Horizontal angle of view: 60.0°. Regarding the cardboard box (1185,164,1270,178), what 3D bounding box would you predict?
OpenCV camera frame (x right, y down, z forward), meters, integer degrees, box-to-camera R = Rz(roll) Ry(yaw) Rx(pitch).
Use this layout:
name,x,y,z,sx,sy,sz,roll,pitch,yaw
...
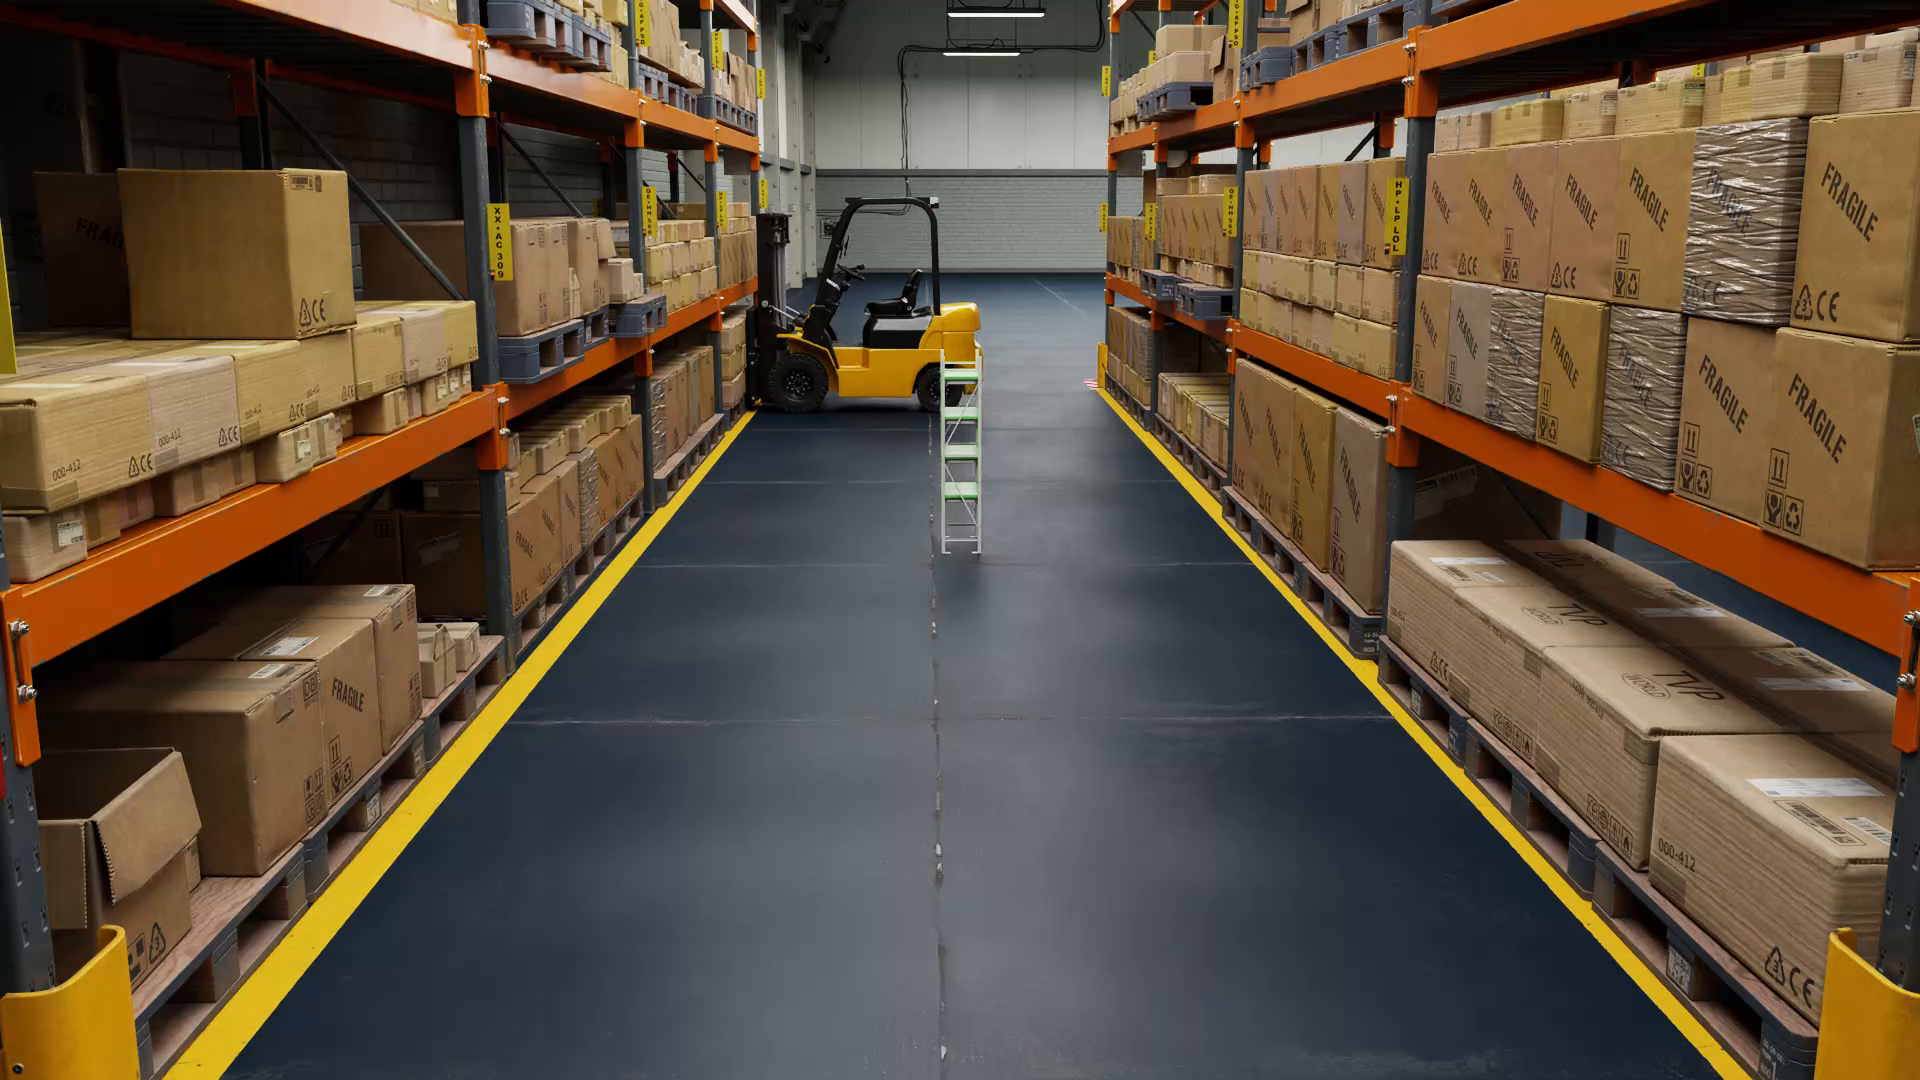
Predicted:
name,x,y,z,sx,sy,sz,roll,pitch,yaw
cardboard box,2.479,-3.239,15.464,0.700,0.500,0.500,0,11,-2

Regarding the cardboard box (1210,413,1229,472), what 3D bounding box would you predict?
name,x,y,z,sx,sy,sz,roll,pitch,yaw
cardboard box,2.352,-0.701,12.022,0.950,0.372,0.625,-1,12,-5

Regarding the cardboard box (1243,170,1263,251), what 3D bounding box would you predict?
name,x,y,z,sx,sy,sz,roll,pitch,yaw
cardboard box,2.120,-2.110,10.651,0.500,0.500,0.500,-1,11,-3

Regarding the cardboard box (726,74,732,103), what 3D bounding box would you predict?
name,x,y,z,sx,sy,sz,roll,pitch,yaw
cardboard box,-2.418,-4.400,16.187,0.396,0.266,0.258,-1,11,-2

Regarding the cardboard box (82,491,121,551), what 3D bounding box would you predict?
name,x,y,z,sx,sy,sz,roll,pitch,yaw
cardboard box,-2.227,-0.053,3.906,0.380,0.149,0.250,0,11,0

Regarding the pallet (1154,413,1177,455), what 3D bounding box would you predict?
name,x,y,z,sx,sy,sz,roll,pitch,yaw
pallet,2.289,-0.944,14.682,1.003,0.211,1.213,0,11,-1

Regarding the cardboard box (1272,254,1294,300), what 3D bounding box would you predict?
name,x,y,z,sx,sy,sz,roll,pitch,yaw
cardboard box,2.125,-1.538,9.717,0.500,0.250,0.500,0,11,-1

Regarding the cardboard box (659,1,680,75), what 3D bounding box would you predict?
name,x,y,z,sx,sy,sz,roll,pitch,yaw
cardboard box,-2.401,-3.770,12.496,0.500,0.500,0.500,0,11,0

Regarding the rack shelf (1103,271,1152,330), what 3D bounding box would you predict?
name,x,y,z,sx,sy,sz,roll,pitch,yaw
rack shelf,2.230,-2.511,17.199,1.077,0.370,4.000,0,11,-1

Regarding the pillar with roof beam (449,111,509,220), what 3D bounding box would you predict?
name,x,y,z,sx,sy,sz,roll,pitch,yaw
pillar with roof beam,0.767,-4.863,11.894,9.100,9.000,0.400,0,11,-1

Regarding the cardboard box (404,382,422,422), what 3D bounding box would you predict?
name,x,y,z,sx,sy,sz,roll,pitch,yaw
cardboard box,-2.232,-0.513,6.176,0.380,0.149,0.250,0,11,0

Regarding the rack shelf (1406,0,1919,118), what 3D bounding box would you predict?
name,x,y,z,sx,sy,sz,roll,pitch,yaw
rack shelf,2.478,-1.595,5.143,1.077,0.370,4.000,0,11,-1

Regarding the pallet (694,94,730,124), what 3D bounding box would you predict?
name,x,y,z,sx,sy,sz,roll,pitch,yaw
pallet,-2.735,-4.040,15.609,1.003,0.211,1.213,0,11,-1

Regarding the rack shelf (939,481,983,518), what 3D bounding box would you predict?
name,x,y,z,sx,sy,sz,roll,pitch,yaw
rack shelf,0.003,-0.257,10.338,0.258,0.148,0.480,0,11,-1

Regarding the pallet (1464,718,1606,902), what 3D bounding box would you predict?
name,x,y,z,sx,sy,sz,roll,pitch,yaw
pallet,2.402,0.886,5.661,1.003,0.211,1.213,0,11,-1

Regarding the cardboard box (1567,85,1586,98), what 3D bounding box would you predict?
name,x,y,z,sx,sy,sz,roll,pitch,yaw
cardboard box,6.901,-4.900,17.946,0.500,0.250,0.500,0,11,-2

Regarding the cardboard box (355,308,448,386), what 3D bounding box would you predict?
name,x,y,z,sx,sy,sz,roll,pitch,yaw
cardboard box,-2.246,-0.727,6.226,0.500,0.250,0.500,0,11,-1

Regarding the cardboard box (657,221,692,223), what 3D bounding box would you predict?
name,x,y,z,sx,sy,sz,roll,pitch,yaw
cardboard box,-2.406,-2.540,13.653,0.380,0.149,0.250,-1,11,-3

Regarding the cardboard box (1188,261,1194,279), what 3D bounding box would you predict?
name,x,y,z,sx,sy,sz,roll,pitch,yaw
cardboard box,2.001,-2.125,13.065,0.380,0.149,0.250,-1,11,-3

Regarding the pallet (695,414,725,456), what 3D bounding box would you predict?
name,x,y,z,sx,sy,sz,roll,pitch,yaw
pallet,-2.637,-0.932,14.620,1.003,0.211,1.213,0,11,-1

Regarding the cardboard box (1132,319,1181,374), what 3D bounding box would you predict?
name,x,y,z,sx,sy,sz,roll,pitch,yaw
cardboard box,1.978,-1.909,16.397,0.500,0.500,0.500,0,11,0

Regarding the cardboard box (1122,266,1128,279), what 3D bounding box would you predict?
name,x,y,z,sx,sy,sz,roll,pitch,yaw
cardboard box,1.931,-2.864,17.764,0.380,0.149,0.250,0,11,0

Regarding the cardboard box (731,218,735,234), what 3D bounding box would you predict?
name,x,y,z,sx,sy,sz,roll,pitch,yaw
cardboard box,-2.410,-3.080,16.315,0.380,0.149,0.250,0,11,-2

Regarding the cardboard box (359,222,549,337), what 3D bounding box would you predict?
name,x,y,z,sx,sy,sz,roll,pitch,yaw
cardboard box,-2.312,-1.206,7.652,0.700,0.500,0.500,0,11,0

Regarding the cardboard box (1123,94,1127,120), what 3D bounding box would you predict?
name,x,y,z,sx,sy,sz,roll,pitch,yaw
cardboard box,1.969,-4.499,17.277,0.500,0.250,0.500,0,11,1

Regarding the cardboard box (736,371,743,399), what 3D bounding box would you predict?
name,x,y,z,sx,sy,sz,roll,pitch,yaw
cardboard box,-2.396,-1.501,16.273,0.500,0.250,0.500,0,11,-2

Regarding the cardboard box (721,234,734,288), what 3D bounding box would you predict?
name,x,y,z,sx,sy,sz,roll,pitch,yaw
cardboard box,-2.467,-2.686,16.004,0.500,0.500,0.500,0,11,0

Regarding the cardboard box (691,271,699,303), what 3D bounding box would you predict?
name,x,y,z,sx,sy,sz,roll,pitch,yaw
cardboard box,-2.424,-2.073,13.610,0.500,0.250,0.500,0,11,-1

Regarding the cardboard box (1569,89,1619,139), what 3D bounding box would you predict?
name,x,y,z,sx,sy,sz,roll,pitch,yaw
cardboard box,2.196,-1.366,5.348,0.380,0.149,0.250,0,11,-1

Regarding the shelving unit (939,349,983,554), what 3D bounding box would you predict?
name,x,y,z,sx,sy,sz,roll,pitch,yaw
shelving unit,0.003,-0.555,10.278,0.258,1.200,0.503,0,11,-1

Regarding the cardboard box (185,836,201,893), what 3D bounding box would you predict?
name,x,y,z,sx,sy,sz,roll,pitch,yaw
cardboard box,-2.331,0.926,4.566,0.380,0.149,0.250,-1,11,-3

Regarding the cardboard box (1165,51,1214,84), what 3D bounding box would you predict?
name,x,y,z,sx,sy,sz,roll,pitch,yaw
cardboard box,1.926,-3.749,13.272,0.500,0.250,0.500,0,11,-2

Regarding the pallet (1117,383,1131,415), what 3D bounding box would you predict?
name,x,y,z,sx,sy,sz,roll,pitch,yaw
pallet,2.194,-1.475,17.301,1.003,0.211,1.213,0,11,-1

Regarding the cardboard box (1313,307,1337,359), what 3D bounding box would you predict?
name,x,y,z,sx,sy,sz,roll,pitch,yaw
cardboard box,2.174,-1.092,8.772,0.500,0.250,0.500,-1,11,-3

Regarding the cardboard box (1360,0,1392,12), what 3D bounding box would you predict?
name,x,y,z,sx,sy,sz,roll,pitch,yaw
cardboard box,2.208,-2.682,7.857,0.500,0.311,0.500,0,11,-1

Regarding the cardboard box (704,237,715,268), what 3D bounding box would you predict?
name,x,y,z,sx,sy,sz,roll,pitch,yaw
cardboard box,-2.426,-2.519,14.553,0.500,0.250,0.500,0,11,-2

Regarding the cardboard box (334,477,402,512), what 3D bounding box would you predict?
name,x,y,z,sx,sy,sz,roll,pitch,yaw
cardboard box,-2.822,-0.225,7.722,0.380,0.149,0.250,-1,11,-3

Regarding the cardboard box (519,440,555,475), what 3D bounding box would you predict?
name,x,y,z,sx,sy,sz,roll,pitch,yaw
cardboard box,-2.354,-0.435,8.759,0.380,0.149,0.250,0,11,-1

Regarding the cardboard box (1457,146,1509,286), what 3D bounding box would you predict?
name,x,y,z,sx,sy,sz,roll,pitch,yaw
cardboard box,2.208,-1.218,6.253,0.500,0.500,0.500,0,11,-2

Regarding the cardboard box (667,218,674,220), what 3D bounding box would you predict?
name,x,y,z,sx,sy,sz,roll,pitch,yaw
cardboard box,-2.948,-3.078,16.302,0.380,0.149,0.250,0,11,1

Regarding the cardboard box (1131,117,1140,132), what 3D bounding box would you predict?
name,x,y,z,sx,sy,sz,roll,pitch,yaw
cardboard box,1.948,-4.231,16.959,0.380,0.149,0.250,-1,11,-3

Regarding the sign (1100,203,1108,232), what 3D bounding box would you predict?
name,x,y,z,sx,sy,sz,roll,pitch,yaw
sign,1.646,-3.683,18.990,0.100,0.325,0.005,0,11,-1

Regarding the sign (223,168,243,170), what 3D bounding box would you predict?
name,x,y,z,sx,sy,sz,roll,pitch,yaw
sign,-3.081,-1.419,7.095,0.100,0.325,0.005,0,11,-1

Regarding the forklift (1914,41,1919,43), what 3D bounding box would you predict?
name,x,y,z,sx,sy,sz,roll,pitch,yaw
forklift,4.975,-1.085,8.535,1.130,2.935,3.031,0,11,2

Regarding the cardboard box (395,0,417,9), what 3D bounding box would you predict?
name,x,y,z,sx,sy,sz,roll,pitch,yaw
cardboard box,-2.224,-2.029,6.102,0.380,0.149,0.250,0,11,1

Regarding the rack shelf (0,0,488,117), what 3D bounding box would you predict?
name,x,y,z,sx,sy,sz,roll,pitch,yaw
rack shelf,-2.485,-1.574,5.039,1.077,0.370,4.000,0,11,-1

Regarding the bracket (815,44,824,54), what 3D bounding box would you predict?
name,x,y,z,sx,sy,sz,roll,pitch,yaw
bracket,-3.917,-13.684,46.323,0.235,0.232,0.430,0,11,-1

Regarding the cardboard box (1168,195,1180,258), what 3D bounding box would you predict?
name,x,y,z,sx,sy,sz,roll,pitch,yaw
cardboard box,2.002,-2.574,13.646,0.500,0.500,0.500,0,11,-1

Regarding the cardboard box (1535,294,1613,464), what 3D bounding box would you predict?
name,x,y,z,sx,sy,sz,roll,pitch,yaw
cardboard box,2.205,-0.529,5.369,0.500,0.500,0.500,0,11,1

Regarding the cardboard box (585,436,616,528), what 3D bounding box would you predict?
name,x,y,z,sx,sy,sz,roll,pitch,yaw
cardboard box,-2.372,-0.343,9.938,0.500,0.500,0.500,0,11,1

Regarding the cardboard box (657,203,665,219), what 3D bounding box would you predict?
name,x,y,z,sx,sy,sz,roll,pitch,yaw
cardboard box,-2.964,-3.069,15.513,0.380,0.149,0.250,-1,11,-3

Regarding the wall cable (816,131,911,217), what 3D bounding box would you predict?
name,x,y,z,sx,sy,sz,roll,pitch,yaw
wall cable,-3.019,-11.070,50.303,3.097,2.526,0.112,0,11,-1

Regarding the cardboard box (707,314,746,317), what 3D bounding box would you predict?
name,x,y,z,sx,sy,sz,roll,pitch,yaw
cardboard box,-2.413,-2.195,17.179,0.500,0.250,0.500,0,11,-2

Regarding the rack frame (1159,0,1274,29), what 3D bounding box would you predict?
name,x,y,z,sx,sy,sz,roll,pitch,yaw
rack frame,2.271,-5.406,14.571,1.000,3.000,0.127,0,11,-1
